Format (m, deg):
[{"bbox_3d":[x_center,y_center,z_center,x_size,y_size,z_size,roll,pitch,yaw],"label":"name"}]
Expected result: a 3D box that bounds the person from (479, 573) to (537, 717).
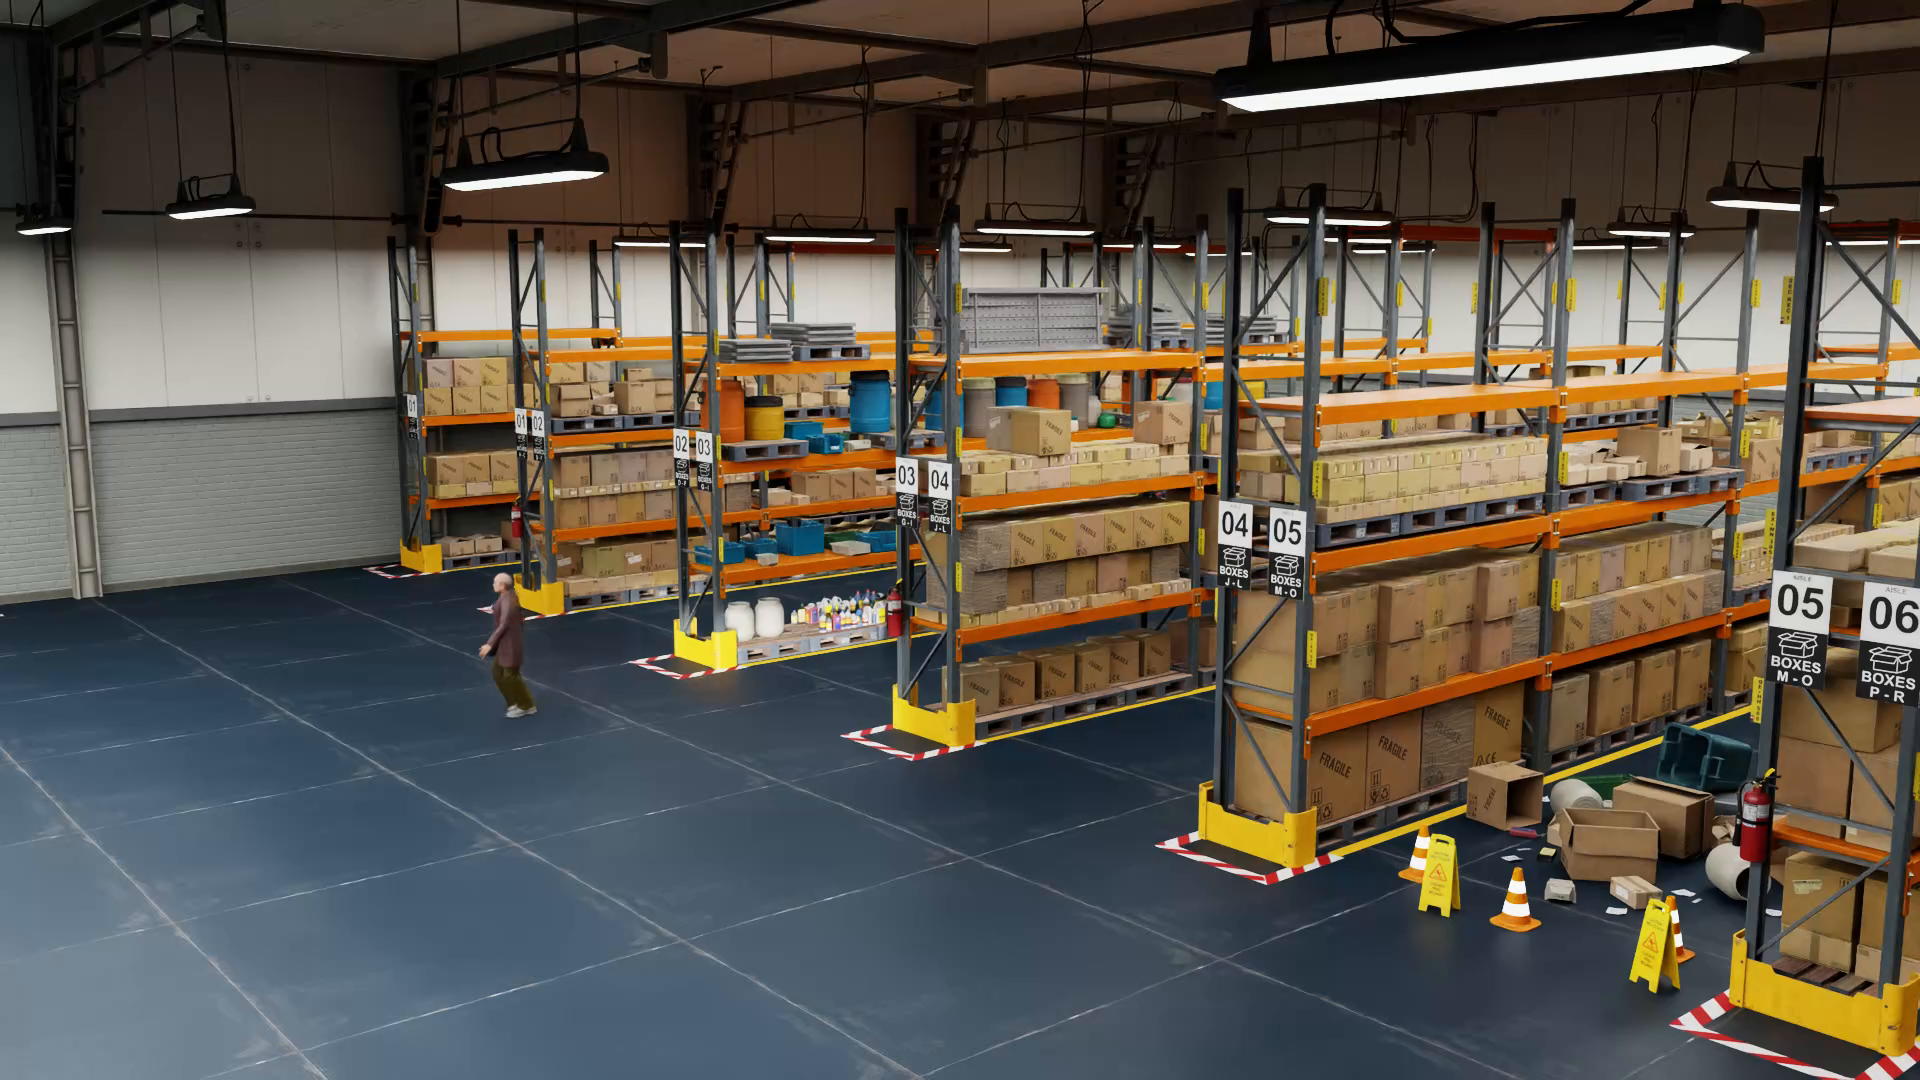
[{"bbox_3d":[-5.440,1.295,19.970,0.639,1.828,0.706,-2,9,-15],"label":"person"}]
